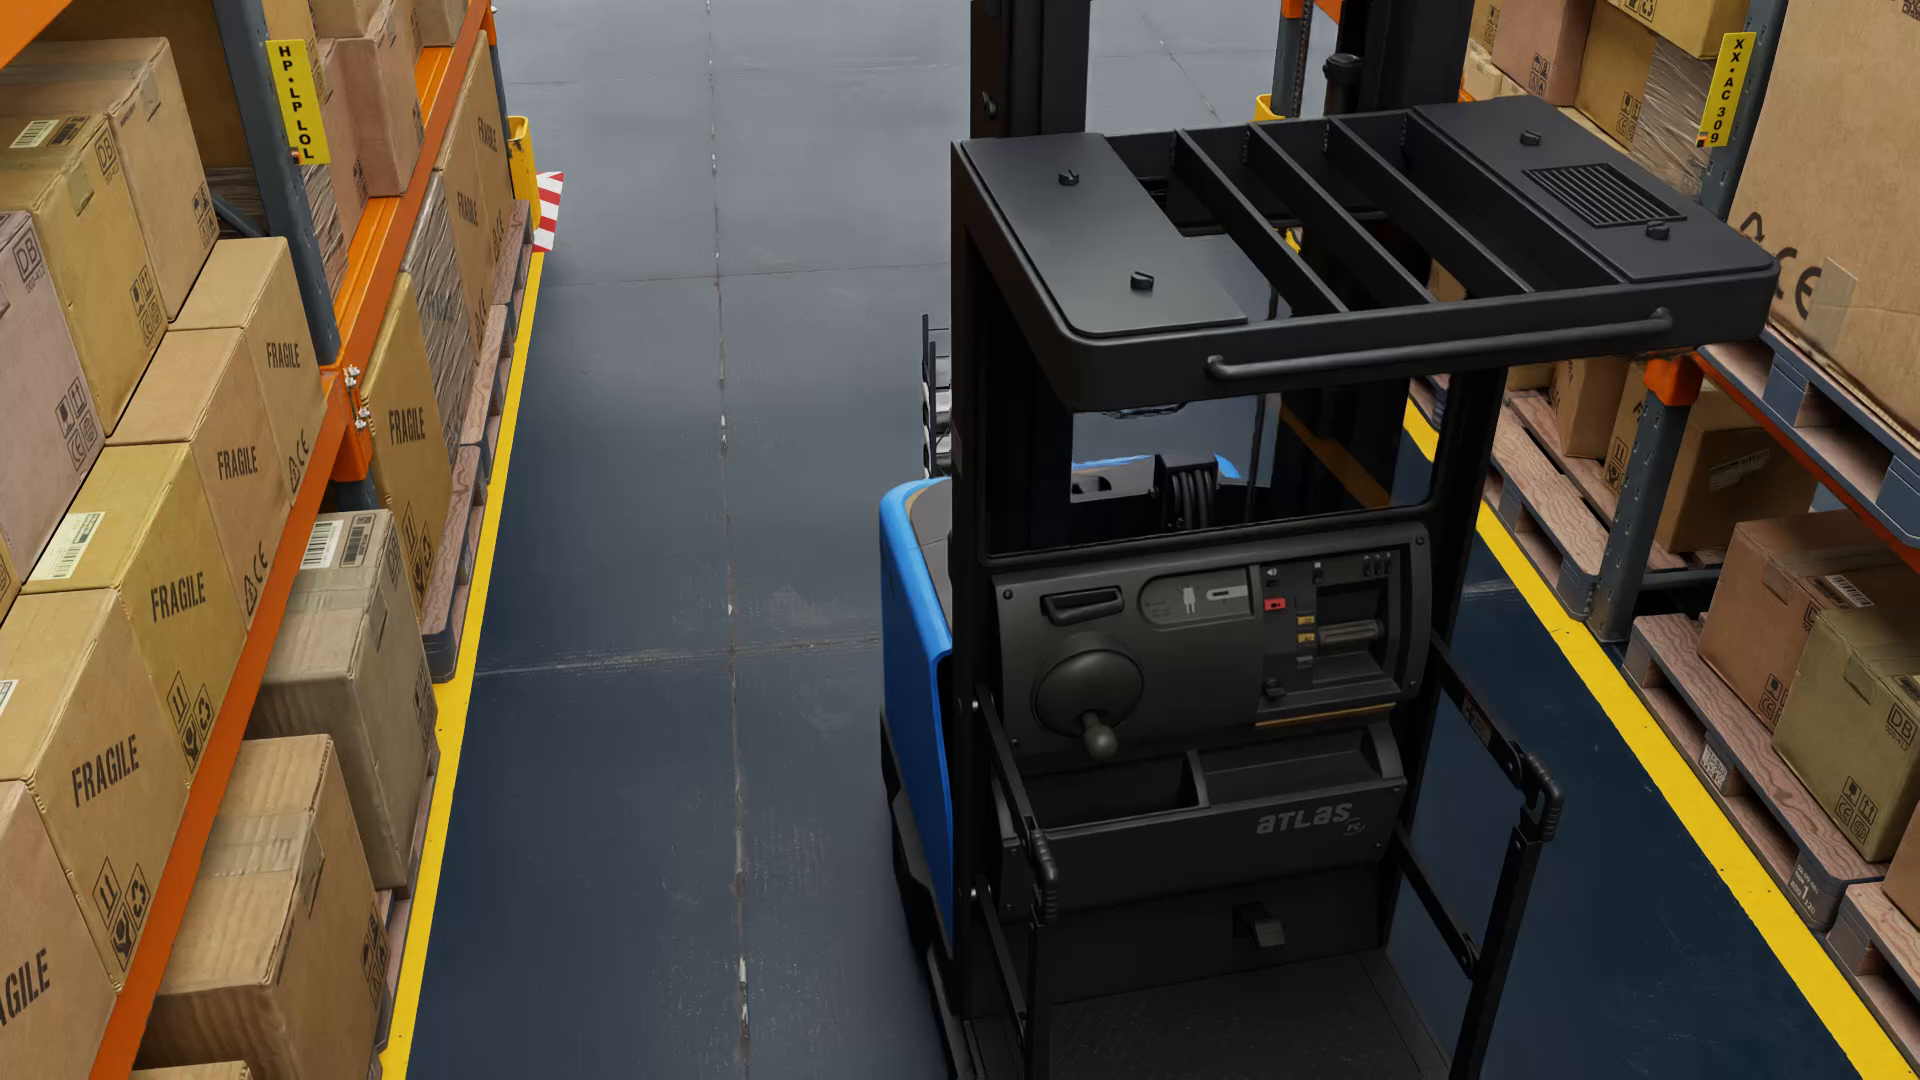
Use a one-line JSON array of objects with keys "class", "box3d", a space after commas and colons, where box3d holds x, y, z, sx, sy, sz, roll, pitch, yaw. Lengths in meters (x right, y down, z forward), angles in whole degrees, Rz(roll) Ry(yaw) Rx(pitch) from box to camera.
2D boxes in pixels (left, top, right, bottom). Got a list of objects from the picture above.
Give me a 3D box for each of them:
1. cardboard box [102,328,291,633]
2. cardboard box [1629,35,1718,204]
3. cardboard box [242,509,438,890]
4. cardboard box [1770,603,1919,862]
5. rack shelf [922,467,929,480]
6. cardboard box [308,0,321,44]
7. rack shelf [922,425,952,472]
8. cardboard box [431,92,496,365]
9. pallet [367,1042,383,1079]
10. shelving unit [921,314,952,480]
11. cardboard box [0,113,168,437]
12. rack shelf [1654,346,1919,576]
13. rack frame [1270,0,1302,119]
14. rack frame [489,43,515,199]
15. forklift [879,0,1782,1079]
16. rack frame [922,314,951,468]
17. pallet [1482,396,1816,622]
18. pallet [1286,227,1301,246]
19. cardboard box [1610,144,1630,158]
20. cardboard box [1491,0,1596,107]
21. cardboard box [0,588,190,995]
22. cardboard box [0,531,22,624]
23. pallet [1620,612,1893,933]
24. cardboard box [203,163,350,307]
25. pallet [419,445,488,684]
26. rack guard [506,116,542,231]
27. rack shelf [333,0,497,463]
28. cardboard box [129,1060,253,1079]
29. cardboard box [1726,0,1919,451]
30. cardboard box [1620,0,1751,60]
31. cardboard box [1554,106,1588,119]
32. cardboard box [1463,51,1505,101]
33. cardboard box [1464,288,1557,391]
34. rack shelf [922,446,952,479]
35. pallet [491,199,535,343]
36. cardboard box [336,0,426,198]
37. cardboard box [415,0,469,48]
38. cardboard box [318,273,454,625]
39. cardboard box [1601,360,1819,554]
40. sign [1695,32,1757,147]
[{"class": "cardboard box", "box3d": [-1.836, -0.118, 3.671, 0.500, 0.500, 0.500, -5, 35, -7]}, {"class": "cardboard box", "box3d": [2.690, -1.369, 5.243, 0.875, 0.500, 0.500, -4, 35, -6]}, {"class": "cardboard box", "box3d": [-2.067, 0.466, 4.528, 1.050, 0.750, 0.750, -5, 35, -7]}, {"class": "cardboard box", "box3d": [2.796, 0.514, 4.662, 0.700, 0.500, 0.500, -5, 35, -7]}, {"class": "rack shelf", "box3d": [0.001, -0.191, 6.110, 0.258, 0.077, 0.200, -4, 35, -6]}, {"class": "cardboard box", "box3d": [-2.444, -1.645, 4.908, 0.875, 0.550, 0.550, -4, 35, -6]}, {"class": "rack shelf", "box3d": [0.001, -0.340, 6.009, 0.258, 0.077, 0.200, -4, 35, -6]}, {"class": "cardboard box", "box3d": [-2.500, -1.293, 6.998, 0.875, 0.875, 0.875, -5, 35, -7]}, {"class": "pallet", "box3d": [-1.894, 1.629, 3.671, 1.003, 0.211, 1.213, -4, 35, -6]}, {"class": "shelving unit", "box3d": [0.001, -0.367, 5.990, 0.258, 0.900, 0.210, -4, 35, -6]}, {"class": "cardboard box", "box3d": [-2.096, -0.521, 3.374, 0.700, 0.500, 0.500, -5, 35, -7]}, {"class": "rack shelf", "box3d": [2.958, 0.464, 3.544, 1.077, 0.370, 4.000, -4, 35, -6]}, {"class": "rack frame", "box3d": [2.151, -3.181, 8.255, 1.000, 3.000, 0.127, -4, 35, -6]}, {"class": "rack frame", "box3d": [-2.777, -2.862, 7.786, 1.000, 3.000, 0.127, -4, 35, -6]}, {"class": "forklift", "box3d": [0.578, 0.272, 3.249, 1.130, 2.935, 3.031, -7, 35, -10]}, {"class": "rack frame", "box3d": [-0.013, -0.424, 6.073, 0.240, 0.900, 0.006, -4, 35, -6]}, {"class": "pallet", "box3d": [2.564, -0.169, 6.311, 1.003, 0.211, 1.213, -4, 35, -6]}, {"class": "pallet", "box3d": [2.236, -1.531, 8.309, 1.003, 0.211, 1.213, -4, 35, -6]}, {"class": "cardboard box", "box3d": [2.371, -1.227, 5.611, 0.380, 0.149, 0.250, -4, 35, -6]}, {"class": "cardboard box", "box3d": [2.491, -1.922, 6.054, 0.875, 0.500, 0.500, -4, 35, -6]}, {"class": "cardboard box", "box3d": [-1.698, 0.447, 2.842, 0.500, 0.500, 0.500, -5, 35, -7]}, {"class": "cardboard box", "box3d": [-1.961, 0.043, 2.547, 0.700, 0.500, 0.500, -5, 35, -7]}, {"class": "pallet", "box3d": [2.795, 0.637, 5.127, 1.003, 0.211, 1.213, -4, 35, -6]}, {"class": "cardboard box", "box3d": [-2.301, -0.897, 4.769, 0.875, 0.550, 0.550, -4, 35, -6]}, {"class": "pallet", "box3d": [-2.264, 0.092, 5.927, 1.003, 0.211, 1.213, -4, 35, -6]}, {"class": "rack guard", "box3d": [-2.781, -1.843, 8.510, 1.175, 0.500, 0.348, -4, 35, -6]}, {"class": "rack shelf", "box3d": [-2.508, -1.449, 6.351, 1.077, 0.370, 4.000, -4, 35, -6]}, {"class": "cardboard box", "box3d": [-1.815, 1.524, 2.975, 1.050, 0.750, 0.750, -4, 34, -6]}, {"class": "cardboard box", "box3d": [2.657, -0.917, 4.026, 1.000, 1.000, 1.000, -4, 34, -6]}, {"class": "cardboard box", "box3d": [2.356, -1.757, 4.924, 0.500, 0.500, 0.500, -4, 35, -6]}, {"class": "cardboard box", "box3d": [2.324, -1.508, 6.022, 0.380, 0.149, 0.250, -4, 35, -6]}, {"class": "cardboard box", "box3d": [2.182, -1.781, 6.423, 0.380, 0.149, 0.250, -4, 35, -6]}, {"class": "cardboard box", "box3d": [2.429, -0.976, 6.865, 0.500, 0.500, 0.500, -7, 35, -11]}, {"class": "rack shelf", "box3d": [0.001, -0.265, 6.059, 0.258, 0.077, 0.200, -4, 35, -6]}, {"class": "pallet", "box3d": [-2.592, -1.269, 7.925, 1.003, 0.211, 1.213, -4, 35, -6]}, {"class": "cardboard box", "box3d": [-2.353, -1.512, 5.672, 0.875, 0.550, 0.550, -4, 35, -6]}, {"class": "cardboard box", "box3d": [-2.587, -2.415, 6.997, 0.875, 0.550, 0.550, -4, 35, -6]}, {"class": "cardboard box", "box3d": [-2.255, -0.282, 5.514, 0.875, 0.875, 0.875, -4, 34, -6]}, {"class": "cardboard box", "box3d": [2.675, -0.316, 5.897, 0.500, 0.500, 0.500, -5, 35, -8]}, {"class": "sign", "box3d": [2.153, -1.262, 4.669, 0.100, 0.325, 0.005, -4, 35, -6]}]
